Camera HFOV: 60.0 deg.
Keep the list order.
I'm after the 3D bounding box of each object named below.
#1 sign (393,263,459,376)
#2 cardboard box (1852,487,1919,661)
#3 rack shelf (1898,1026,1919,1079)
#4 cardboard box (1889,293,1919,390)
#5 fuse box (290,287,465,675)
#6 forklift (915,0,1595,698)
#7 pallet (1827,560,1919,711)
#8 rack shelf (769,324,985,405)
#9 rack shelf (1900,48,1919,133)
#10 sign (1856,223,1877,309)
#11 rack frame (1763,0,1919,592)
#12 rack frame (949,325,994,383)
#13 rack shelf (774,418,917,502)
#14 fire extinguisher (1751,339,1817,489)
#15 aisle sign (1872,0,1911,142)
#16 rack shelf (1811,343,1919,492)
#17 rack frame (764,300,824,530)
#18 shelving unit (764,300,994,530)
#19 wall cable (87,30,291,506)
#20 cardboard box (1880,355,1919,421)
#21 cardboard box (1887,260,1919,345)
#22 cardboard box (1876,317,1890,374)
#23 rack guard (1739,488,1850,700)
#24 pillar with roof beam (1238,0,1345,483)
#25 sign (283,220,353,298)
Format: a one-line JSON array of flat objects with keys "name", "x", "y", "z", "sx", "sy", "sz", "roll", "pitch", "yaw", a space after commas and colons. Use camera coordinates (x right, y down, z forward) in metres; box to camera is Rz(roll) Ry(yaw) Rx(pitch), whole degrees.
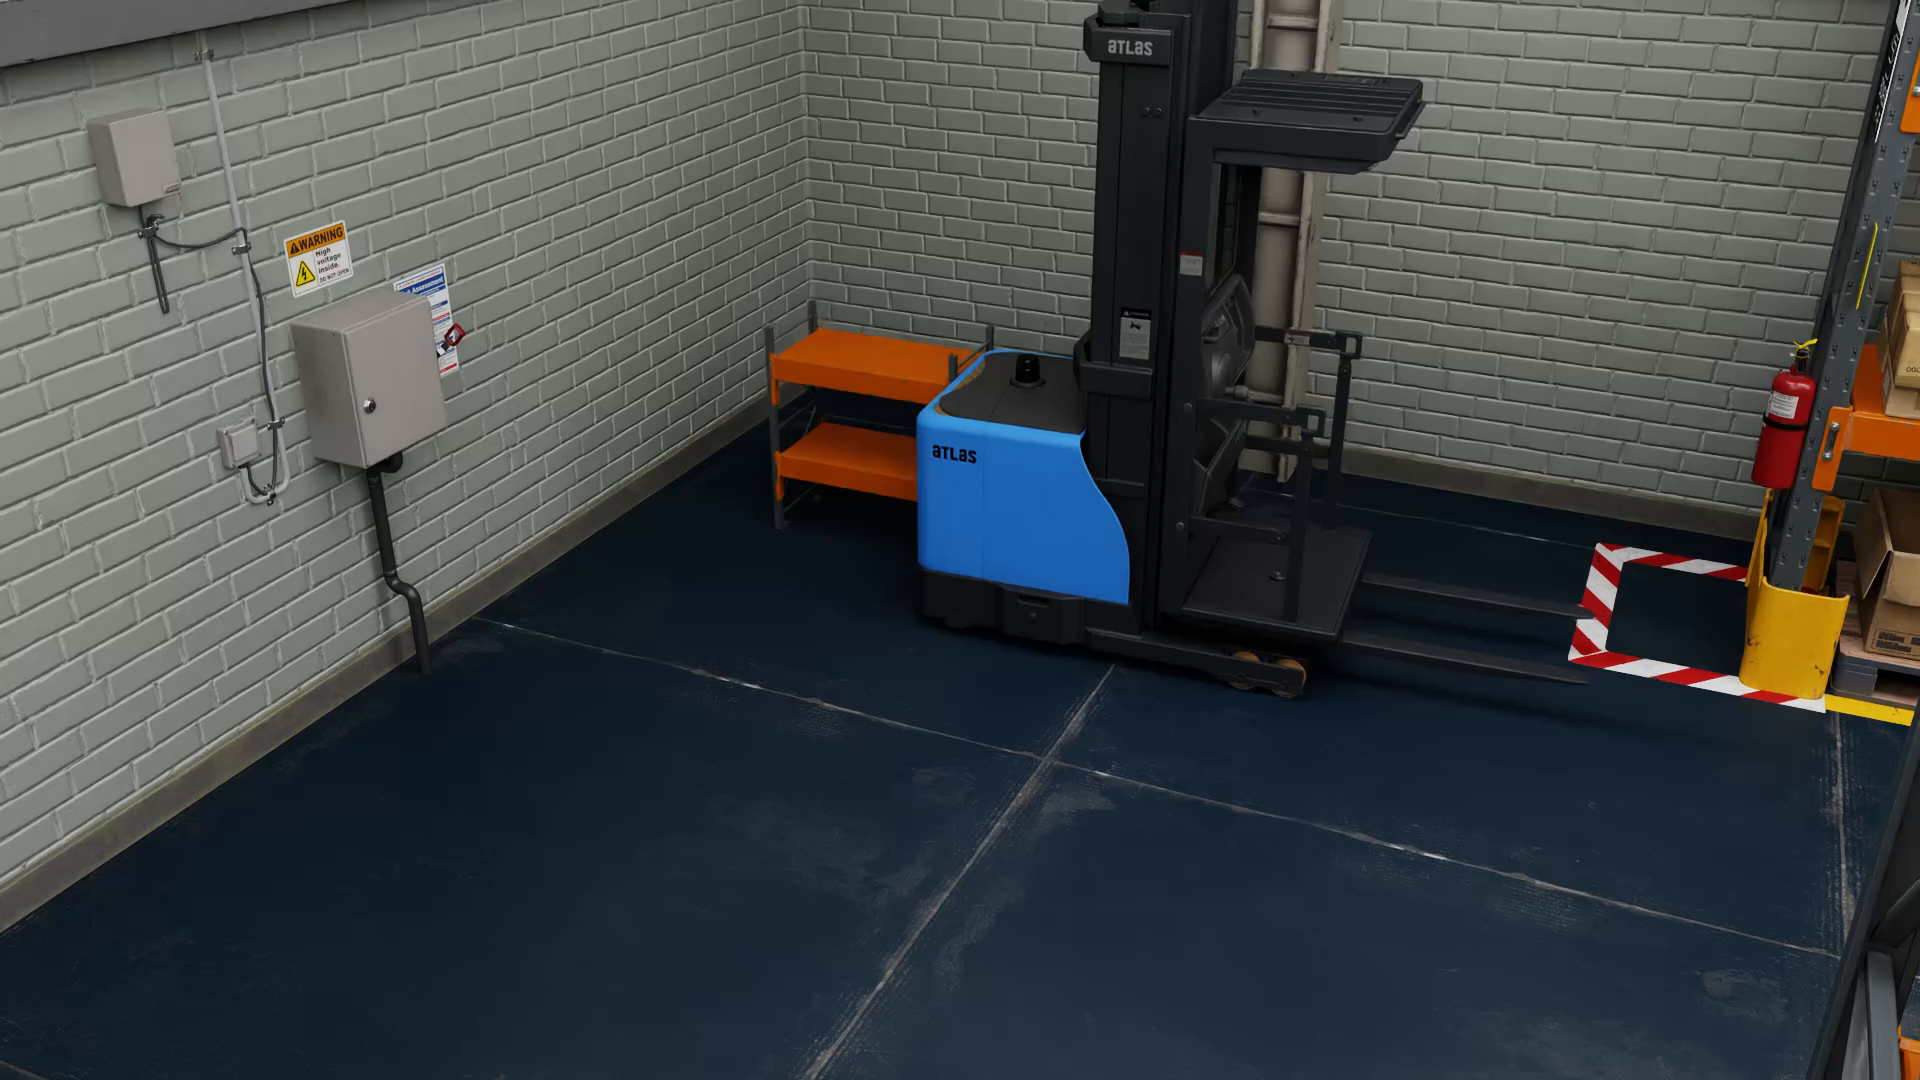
[{"name": "sign", "x": -2.368, "y": -0.949, "z": 7.389, "sx": 0.001, "sy": 0.494, "sz": 0.329, "roll": 11, "pitch": 28, "yaw": 22}, {"name": "cardboard box", "x": 4.325, "y": 0.169, "z": 7.361, "sx": 0.637, "sy": 0.503, "sz": 0.797, "roll": 10, "pitch": 28, "yaw": 20}, {"name": "rack shelf", "x": 3.577, "y": 1.773, "z": 2.568, "sx": 4.000, "sy": 0.370, "sz": 1.077, "roll": 11, "pitch": 28, "yaw": 22}, {"name": "cardboard box", "x": 4.109, "y": -0.787, "z": 6.786, "sx": 0.500, "sy": 0.250, "sz": 0.500, "roll": 12, "pitch": 28, "yaw": 22}, {"name": "fuse box", "x": -2.384, "y": -0.177, "z": 7.173, "sx": 0.414, "sy": 1.711, "sz": 0.539, "roll": 11, "pitch": 28, "yaw": 22}, {"name": "forklift", "x": 1.358, "y": -0.886, "z": 7.231, "sx": 3.031, "sy": 2.935, "sz": 1.130, "roll": 10, "pitch": 28, "yaw": 19}, {"name": "pallet", "x": 4.602, "y": 0.498, "z": 7.499, "sx": 1.213, "sy": 0.211, "sz": 1.003, "roll": 11, "pitch": 28, "yaw": 22}, {"name": "rack shelf", "x": -0.406, "y": -0.833, "z": 8.506, "sx": 1.000, "sy": 0.278, "sz": 0.538, "roll": 11, "pitch": 28, "yaw": 21}, {"name": "rack shelf", "x": 5.628, "y": -1.570, "z": 5.961, "sx": 4.000, "sy": 0.370, "sz": 1.077, "roll": 11, "pitch": 28, "yaw": 22}, {"name": "sign", "x": 3.583, "y": -1.082, "z": 6.572, "sx": 0.005, "sy": 0.325, "sz": 0.100, "roll": 11, "pitch": 28, "yaw": 22}, {"name": "rack frame", "x": 3.807, "y": -0.912, "z": 7.207, "sx": 0.127, "sy": 3.000, "sz": 1.000, "roll": 11, "pitch": 28, "yaw": 22}, {"name": "rack frame", "x": 0.059, "y": -0.480, "z": 8.451, "sx": 0.032, "sy": 1.125, "sz": 0.500, "roll": 11, "pitch": 28, "yaw": 21}, {"name": "rack shelf", "x": -0.406, "y": -0.351, "z": 8.743, "sx": 1.000, "sy": 0.278, "sz": 0.538, "roll": 11, "pitch": 28, "yaw": 21}, {"name": "fire extinguisher", "x": 3.482, "y": -0.551, "z": 6.984, "sx": 0.183, "sy": 0.674, "sz": 0.296, "roll": 11, "pitch": 28, "yaw": 22}, {"name": "aisle sign", "x": 3.624, "y": -1.973, "z": 6.418, "sx": 0.004, "sy": 0.787, "sz": 0.394, "roll": 11, "pitch": 28, "yaw": 22}, {"name": "rack shelf", "x": 5.628, "y": -0.224, "z": 6.623, "sx": 4.000, "sy": 0.370, "sz": 1.077, "roll": 11, "pitch": 28, "yaw": 22}, {"name": "rack frame", "x": -0.871, "y": -0.661, "z": 8.819, "sx": 0.032, "sy": 1.125, "sz": 0.500, "roll": 11, "pitch": 28, "yaw": 21}, {"name": "shelving unit", "x": -0.406, "y": -0.570, "z": 8.635, "sx": 1.048, "sy": 1.125, "sz": 0.538, "roll": 11, "pitch": 28, "yaw": 21}, {"name": "wall cable", "x": -2.810, "y": -0.965, "z": 6.165, "sx": 0.122, "sy": 1.984, "sz": 0.588, "roll": 11, "pitch": 28, "yaw": 22}, {"name": "cardboard box", "x": 3.993, "y": -0.629, "z": 6.916, "sx": 0.250, "sy": 0.149, "sz": 0.380, "roll": 11, "pitch": 28, "yaw": 21}, {"name": "cardboard box", "x": 4.336, "y": -1.001, "z": 7.220, "sx": 0.500, "sy": 0.250, "sz": 0.500, "roll": 12, "pitch": 29, "yaw": 23}, {"name": "cardboard box", "x": 4.220, "y": -0.847, "z": 7.359, "sx": 0.250, "sy": 0.149, "sz": 0.380, "roll": 11, "pitch": 28, "yaw": 21}, {"name": "rack guard", "x": 3.876, "y": 0.223, "z": 7.731, "sx": 0.348, "sy": 0.500, "sz": 1.175, "roll": 11, "pitch": 28, "yaw": 22}, {"name": "pillar with roof beam", "x": -0.056, "y": -2.728, "z": 4.103, "sx": 0.400, "sy": 9.000, "sz": 9.100, "roll": 11, "pitch": 28, "yaw": 22}, {"name": "sign", "x": -2.596, "y": -1.141, "z": 6.737, "sx": 0.001, "sy": 0.242, "sz": 0.339, "roll": 11, "pitch": 28, "yaw": 22}]
